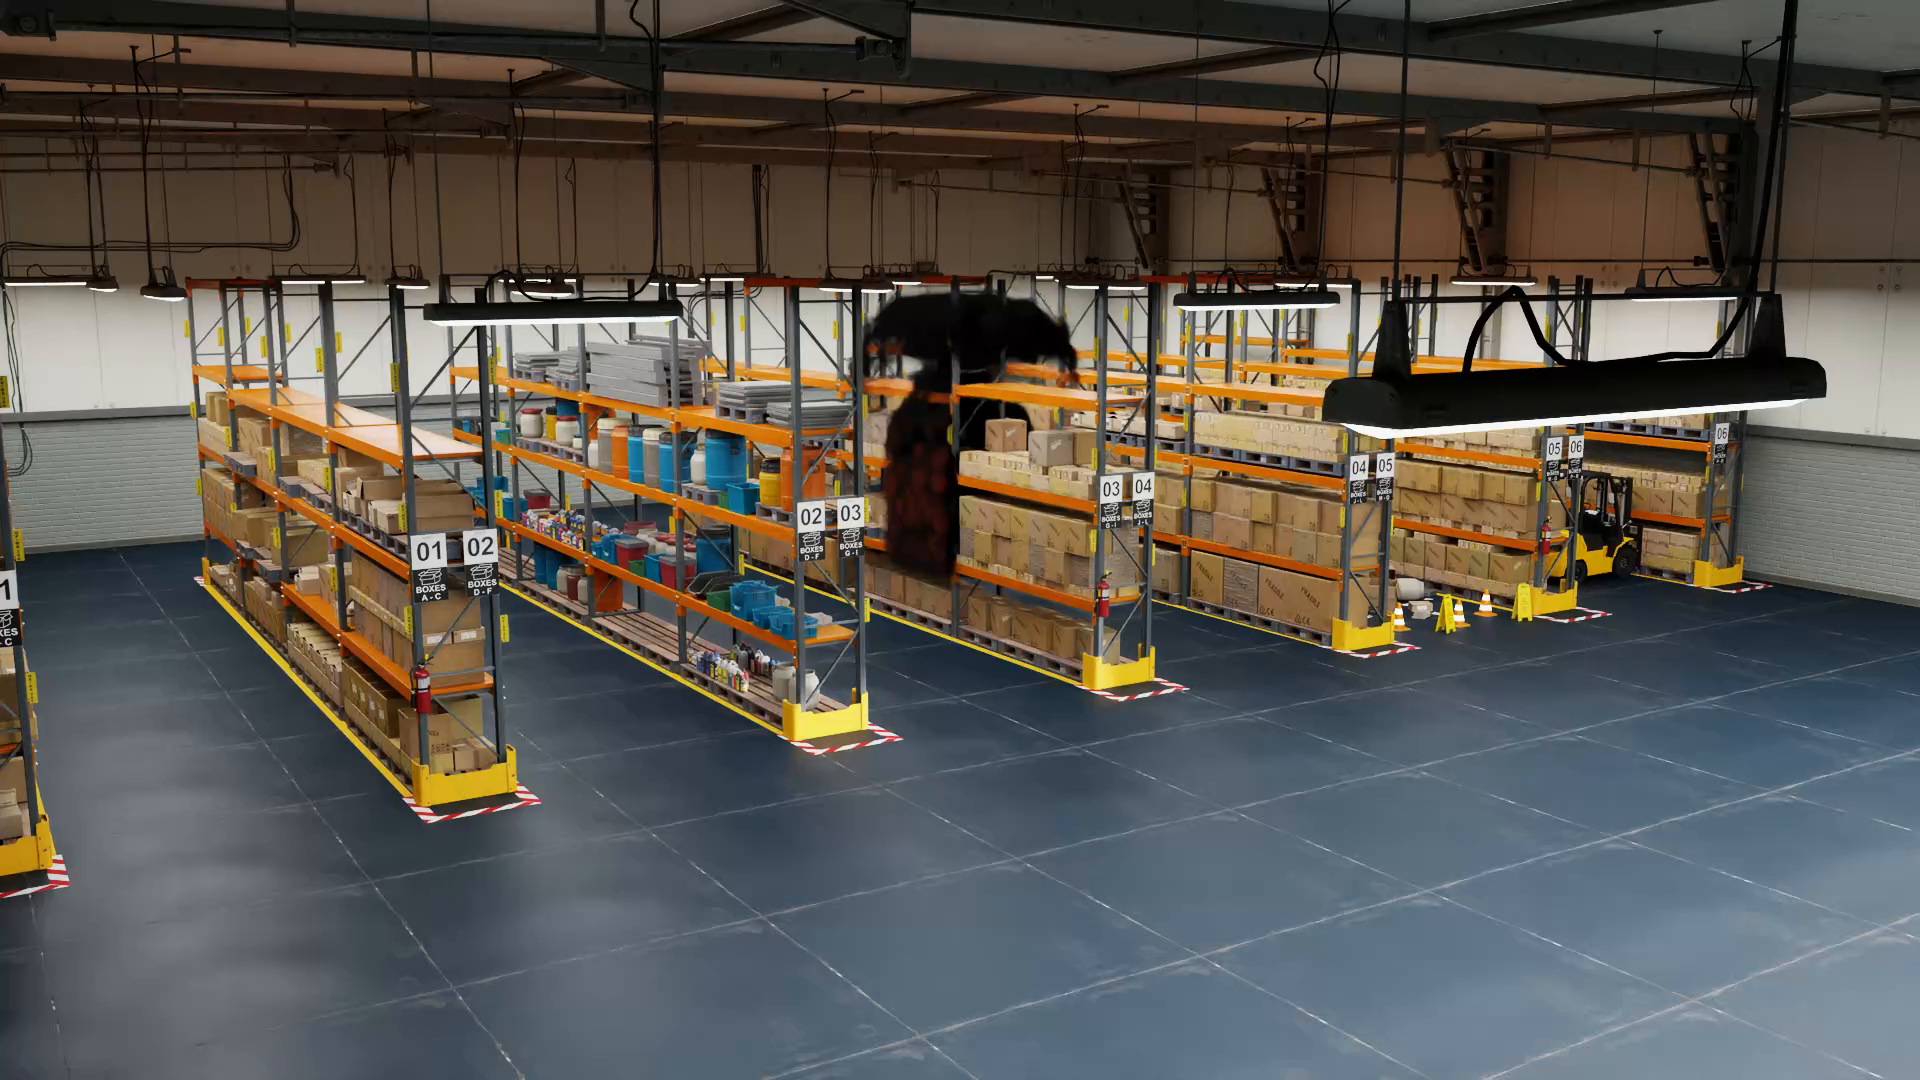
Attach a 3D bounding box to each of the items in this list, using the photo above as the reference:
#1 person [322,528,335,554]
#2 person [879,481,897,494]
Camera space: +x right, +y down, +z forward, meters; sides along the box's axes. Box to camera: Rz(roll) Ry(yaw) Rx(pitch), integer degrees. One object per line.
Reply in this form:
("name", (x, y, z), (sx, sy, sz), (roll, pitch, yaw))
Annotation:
("person", (-12.993, -0.126, 33.908), (0.686, 1.625, 0.621), (9, 13, 43))
("person", (-1.753, -1.541, 42.302), (0.626, 1.597, 0.573), (-7, 12, -37))
